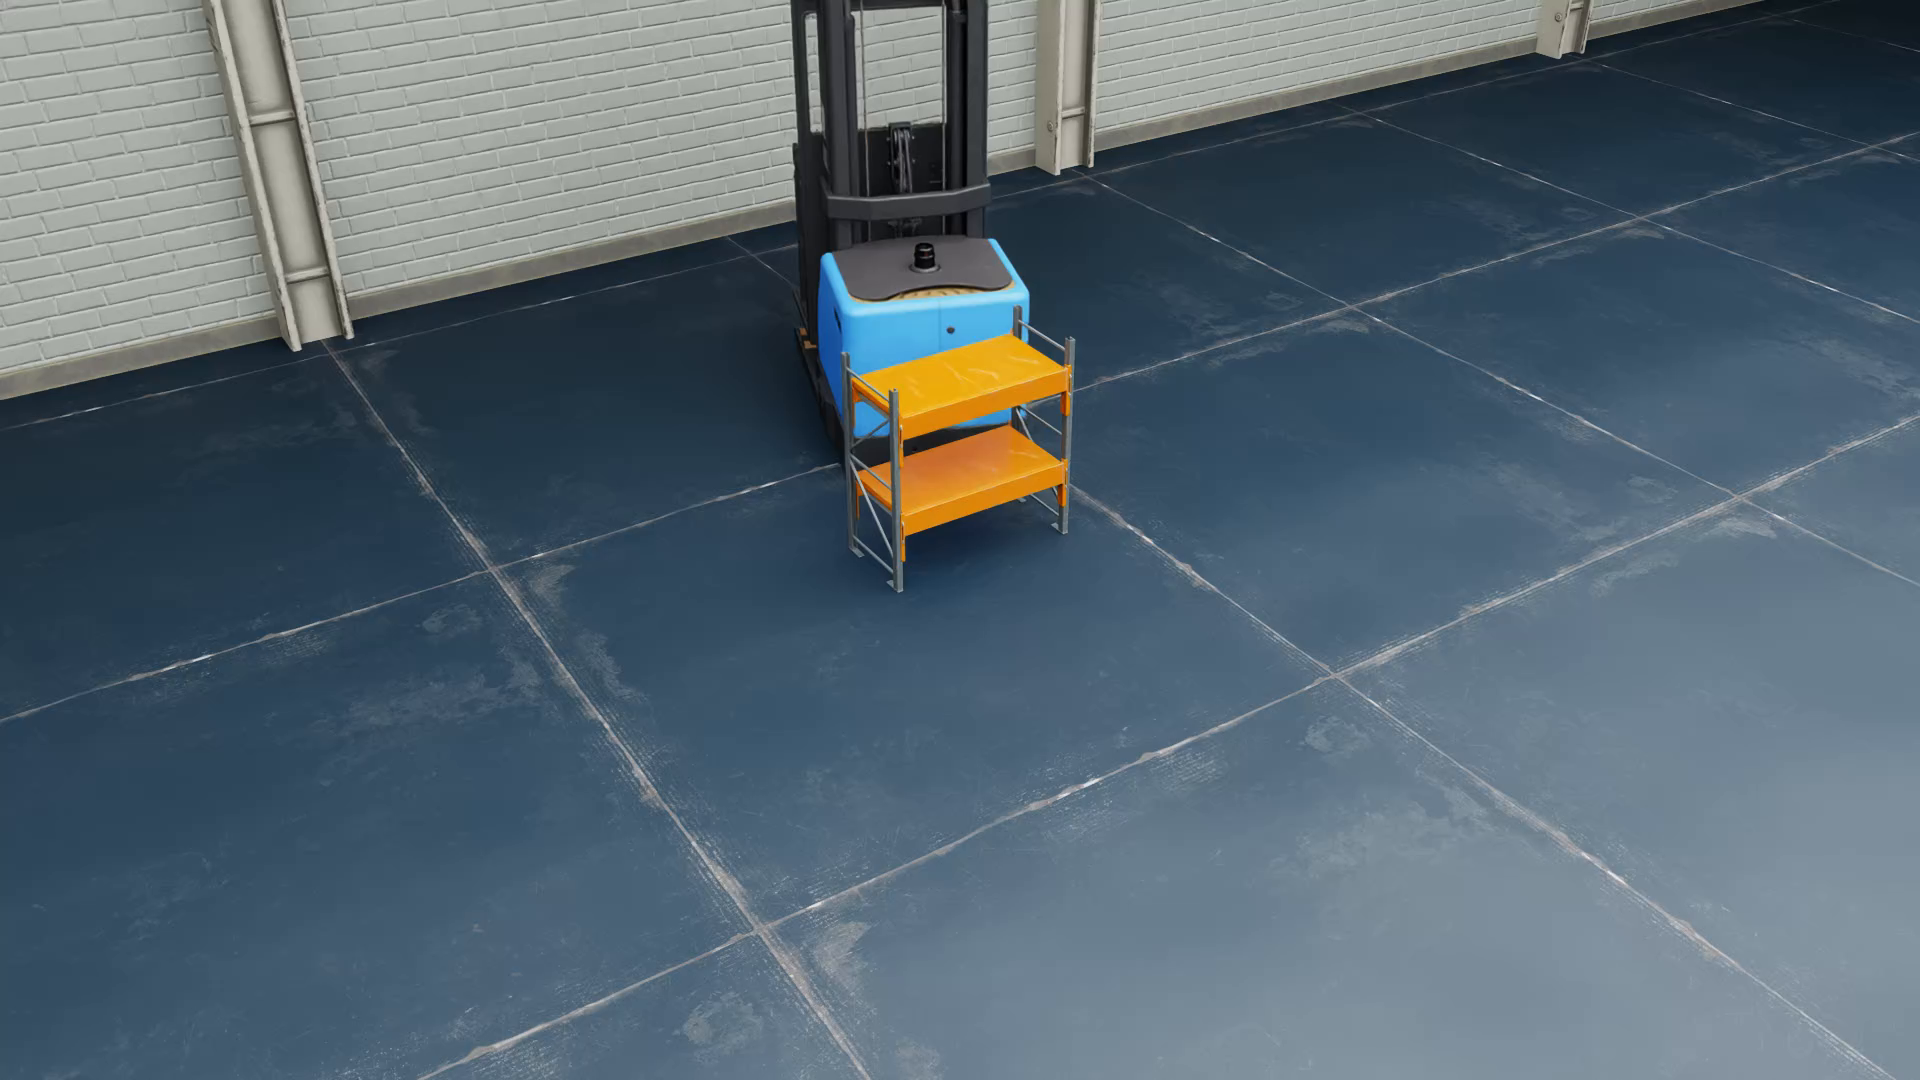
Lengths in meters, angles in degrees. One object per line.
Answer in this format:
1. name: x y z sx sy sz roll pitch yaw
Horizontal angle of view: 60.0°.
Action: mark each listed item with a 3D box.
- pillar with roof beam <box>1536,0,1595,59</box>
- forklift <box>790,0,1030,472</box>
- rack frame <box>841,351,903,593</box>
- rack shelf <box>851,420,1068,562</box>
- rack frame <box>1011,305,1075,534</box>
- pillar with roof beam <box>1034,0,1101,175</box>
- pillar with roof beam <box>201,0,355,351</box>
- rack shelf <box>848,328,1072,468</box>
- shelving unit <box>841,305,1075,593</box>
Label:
1. pillar with roof beam: 8.223 -6.678 10.902 0.400 9.000 9.100 -19 37 -27
2. forklift: -0.439 -2.366 9.753 1.130 2.935 3.031 -7 33 -11
3. rack frame: -0.433 -0.327 8.214 0.032 1.125 0.500 -19 37 -27
4. rack shelf: -0.006 -0.267 8.577 1.000 0.278 0.538 -19 37 -27
5. rack frame: 0.422 -0.621 8.680 0.032 1.125 0.500 -19 37 -27
6. pillar with roof beam: 3.180 -4.944 8.153 0.400 9.000 9.100 -19 37 -27
7. pillar with roof beam: -1.863 -3.209 5.403 0.400 9.000 9.100 -19 37 -27
8. rack shelf: -0.006 -0.721 8.291 1.000 0.278 0.538 -19 37 -27
9. shelving unit: -0.006 -0.474 8.447 1.048 1.125 0.538 -19 37 -27
